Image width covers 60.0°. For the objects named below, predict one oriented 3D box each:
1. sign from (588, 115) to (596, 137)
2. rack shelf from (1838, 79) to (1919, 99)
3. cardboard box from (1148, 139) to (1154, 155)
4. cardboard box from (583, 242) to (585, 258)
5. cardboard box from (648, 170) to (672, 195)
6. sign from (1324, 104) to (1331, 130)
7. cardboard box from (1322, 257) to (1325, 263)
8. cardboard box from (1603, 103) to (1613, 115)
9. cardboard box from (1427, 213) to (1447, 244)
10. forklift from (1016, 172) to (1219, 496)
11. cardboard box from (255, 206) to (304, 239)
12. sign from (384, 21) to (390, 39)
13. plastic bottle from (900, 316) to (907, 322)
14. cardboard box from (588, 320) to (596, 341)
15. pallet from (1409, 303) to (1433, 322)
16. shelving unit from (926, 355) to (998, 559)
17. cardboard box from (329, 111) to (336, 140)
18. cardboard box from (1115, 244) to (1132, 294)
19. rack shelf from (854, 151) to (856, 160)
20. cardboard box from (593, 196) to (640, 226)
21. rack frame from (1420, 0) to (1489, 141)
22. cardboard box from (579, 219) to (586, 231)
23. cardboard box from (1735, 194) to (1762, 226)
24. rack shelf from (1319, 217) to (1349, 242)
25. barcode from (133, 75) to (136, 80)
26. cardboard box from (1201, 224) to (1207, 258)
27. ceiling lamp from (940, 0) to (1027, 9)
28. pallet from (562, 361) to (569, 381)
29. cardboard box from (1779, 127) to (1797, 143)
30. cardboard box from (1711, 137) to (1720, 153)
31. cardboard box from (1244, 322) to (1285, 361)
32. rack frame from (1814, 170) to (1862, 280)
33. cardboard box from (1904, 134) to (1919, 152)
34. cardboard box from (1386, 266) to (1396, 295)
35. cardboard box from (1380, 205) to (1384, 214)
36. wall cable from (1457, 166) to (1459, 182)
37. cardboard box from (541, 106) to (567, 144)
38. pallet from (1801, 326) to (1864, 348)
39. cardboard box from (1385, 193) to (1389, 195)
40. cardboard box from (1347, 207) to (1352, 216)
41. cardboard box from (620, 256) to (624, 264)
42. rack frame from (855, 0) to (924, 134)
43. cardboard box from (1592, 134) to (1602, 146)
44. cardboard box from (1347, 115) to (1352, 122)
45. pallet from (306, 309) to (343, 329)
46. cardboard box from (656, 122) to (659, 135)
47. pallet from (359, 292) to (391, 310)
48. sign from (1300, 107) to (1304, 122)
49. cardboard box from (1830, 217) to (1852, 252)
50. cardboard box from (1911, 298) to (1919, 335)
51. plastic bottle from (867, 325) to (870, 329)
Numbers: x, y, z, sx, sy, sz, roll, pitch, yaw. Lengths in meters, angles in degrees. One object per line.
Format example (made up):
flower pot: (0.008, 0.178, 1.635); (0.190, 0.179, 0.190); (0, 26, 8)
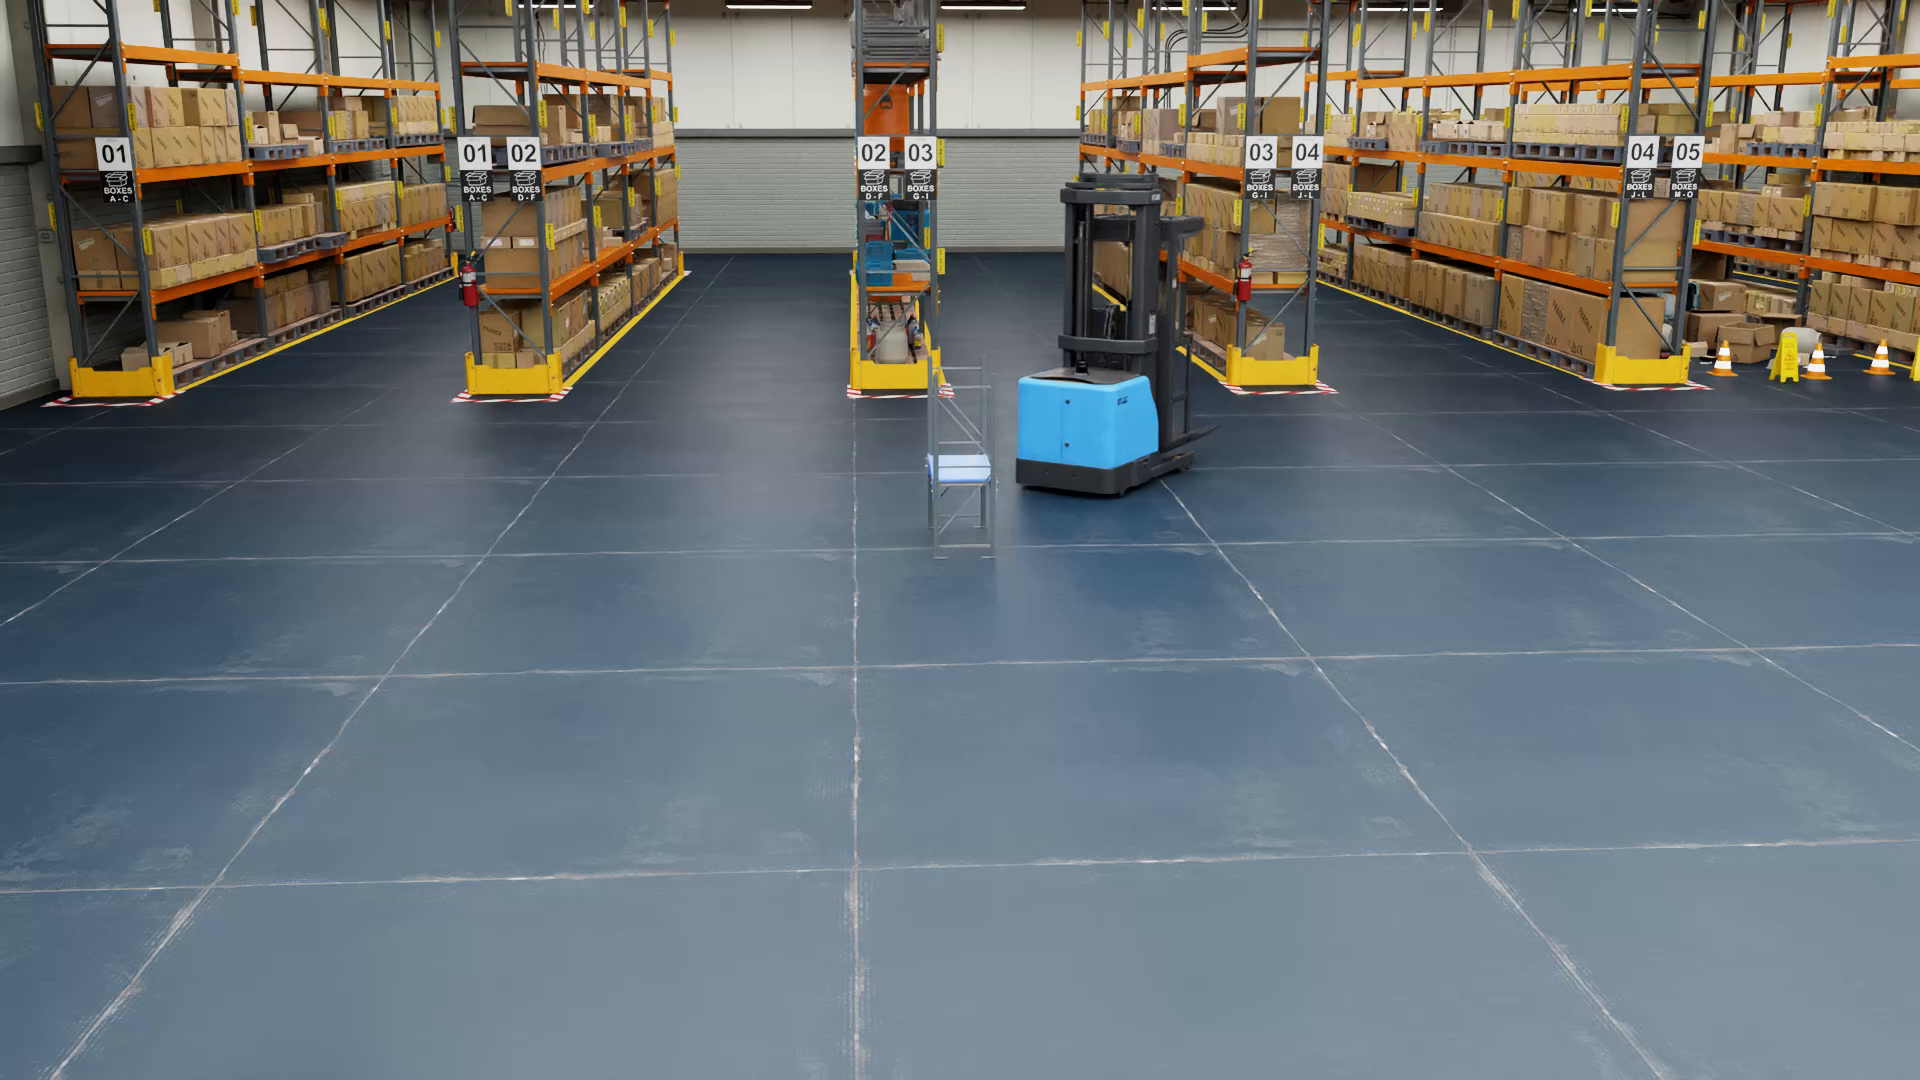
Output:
sign: (-5.433, -6.119, 24.571); (0.100, 0.325, 0.005); (-1, 14, -3)
rack shelf: (18.374, -8.606, 31.663); (1.077, 0.370, 4.000); (-1, 14, -3)
cardboard box: (3.459, -6.647, 28.121); (0.500, 0.250, 0.500); (-1, 14, -2)
cardboard box: (-6.061, -4.417, 25.477); (0.500, 0.250, 0.500); (0, 14, 0)
cardboard box: (-6.359, -7.524, 35.044); (0.500, 0.500, 0.500); (0, 14, -2)
sign: (4.690, -5.410, 21.259); (0.100, 0.325, 0.005); (-1, 14, -3)
cardboard box: (8.031, -6.063, 35.854); (0.380, 0.149, 0.250); (0, 14, -1)
cardboard box: (8.732, -5.687, 21.949); (0.380, 0.149, 0.250); (-1, 14, -3)
cardboard box: (8.402, -5.373, 28.688); (0.500, 0.500, 0.500); (-1, 14, -4)
forklift: (1.721, -2.152, 16.507); (1.130, 2.935, 3.031); (9, 17, 30)
cardboard box: (-11.040, -5.121, 26.826); (0.700, 0.500, 0.500); (-1, 14, -3)
sign: (-10.886, -9.688, 31.587); (0.100, 0.325, 0.005); (-1, 14, -3)
plastic bottle: (-0.859, -3.216, 24.940); (0.144, 0.351, 0.185); (-1, 14, -3)
cardboard box: (-5.740, -3.128, 24.840); (0.500, 0.250, 0.500); (-1, 14, -3)
pallet: (8.583, -4.019, 29.223); (1.003, 0.211, 1.213); (-1, 14, -3)
shelving unit: (0.005, -0.705, 13.757); (0.538, 1.500, 1.048); (-1, 14, -3)
cardboard box: (-11.351, -7.251, 29.083); (0.700, 0.500, 0.500); (-2, 15, -7)
cardboard box: (3.583, -5.083, 31.185); (1.225, 0.875, 0.875); (-1, 14, -3)
rack shelf: (-1.415, -7.040, 30.794); (1.077, 0.370, 4.000); (-1, 14, -3)
cardboard box: (-6.252, -6.000, 30.284); (0.700, 0.500, 0.500); (2, 15, 7)
rack frame: (8.609, -8.472, 28.894); (1.000, 3.000, 0.127); (-1, 14, -3)
cardboard box: (-5.756, -4.667, 24.641); (0.380, 0.149, 0.250); (-1, 14, -3)
cardboard box: (13.443, -5.563, 27.986); (0.500, 0.500, 0.500); (-1, 14, -6)
rack shelf: (8.238, -6.710, 35.531); (1.077, 0.370, 4.000); (-1, 14, -3)
barcode: (-11.274, -6.311, 22.704); (0.001, 0.075, 0.075); (-1, 14, -3)
cardboard box: (3.994, -4.352, 24.125); (0.875, 0.500, 0.500); (-1, 14, -3)
ceiling lamp: (0.561, -13.867, 38.148); (2.000, 3.185, 0.800); (-1, 14, -3)
pallet: (-5.828, -2.213, 22.202); (1.003, 0.211, 1.213); (-1, 14, -3)
cardboard box: (13.584, -6.526, 26.808); (0.500, 0.250, 0.500); (-1, 14, -3)
cardboard box: (13.409, -6.911, 29.118); (0.396, 0.266, 0.258); (-1, 14, -3)
cardboard box: (4.126, -2.674, 22.573); (0.500, 0.500, 0.500); (2, 15, 7)
rack frame: (18.250, -6.741, 34.204); (1.000, 3.000, 0.127); (-1, 14, -3)
cardboard box: (13.672, -5.580, 23.377); (0.500, 0.250, 0.500); (0, 14, -2)
cardboard box: (8.279, -4.848, 31.023); (0.500, 0.500, 0.500); (0, 14, -1)
cardboard box: (8.059, -6.164, 31.029); (0.380, 0.149, 0.250); (-1, 14, -4)
wall cable: (12.675, -9.567, 43.088); (0.585, 1.953, 0.123); (-1, 14, -3)
cardboard box: (-5.569, -5.563, 22.284); (0.500, 0.500, 0.500); (-1, 14, -3)
pallet: (13.868, -3.156, 25.870); (1.003, 0.211, 1.213); (-1, 14, -3)
cardboard box: (8.599, -6.768, 32.777); (0.380, 0.149, 0.250); (-1, 14, -5)
cardboard box: (7.927, -6.538, 33.079); (0.380, 0.149, 0.250); (-2, 15, -6)
cardboard box: (-6.634, -5.351, 31.432); (0.500, 0.250, 0.500); (-1, 14, -3)
rack frame: (-1.043, -7.349, 24.531); (1.000, 3.000, 0.127); (-1, 14, -3)
cardboard box: (8.715, -5.364, 22.295); (0.380, 0.149, 0.250); (-1, 14, -3)
cardboard box: (8.043, -8.516, 33.582); (0.380, 0.149, 0.250); (-1, 14, -2)
pallet: (-11.132, -3.741, 28.142); (1.003, 0.211, 1.213); (-1, 14, -3)
cardboard box: (-6.298, -8.229, 33.268); (0.500, 0.250, 0.500); (-1, 14, -3)
pallet: (-11.225, -4.435, 30.841); (1.003, 0.211, 1.213); (-1, 14, -3)
sign: (7.572, -9.424, 36.859); (0.100, 0.325, 0.005); (-1, 14, -3)
cardboard box: (13.595, -4.628, 25.195); (0.500, 0.500, 0.500); (-1, 14, -4)
cardboard box: (13.729, -3.109, 23.259); (0.500, 0.500, 0.500); (-1, 14, -3)
plastic bottle: (-1.357, -2.968, 23.975); (0.144, 0.351, 0.185); (0, 14, -1)
